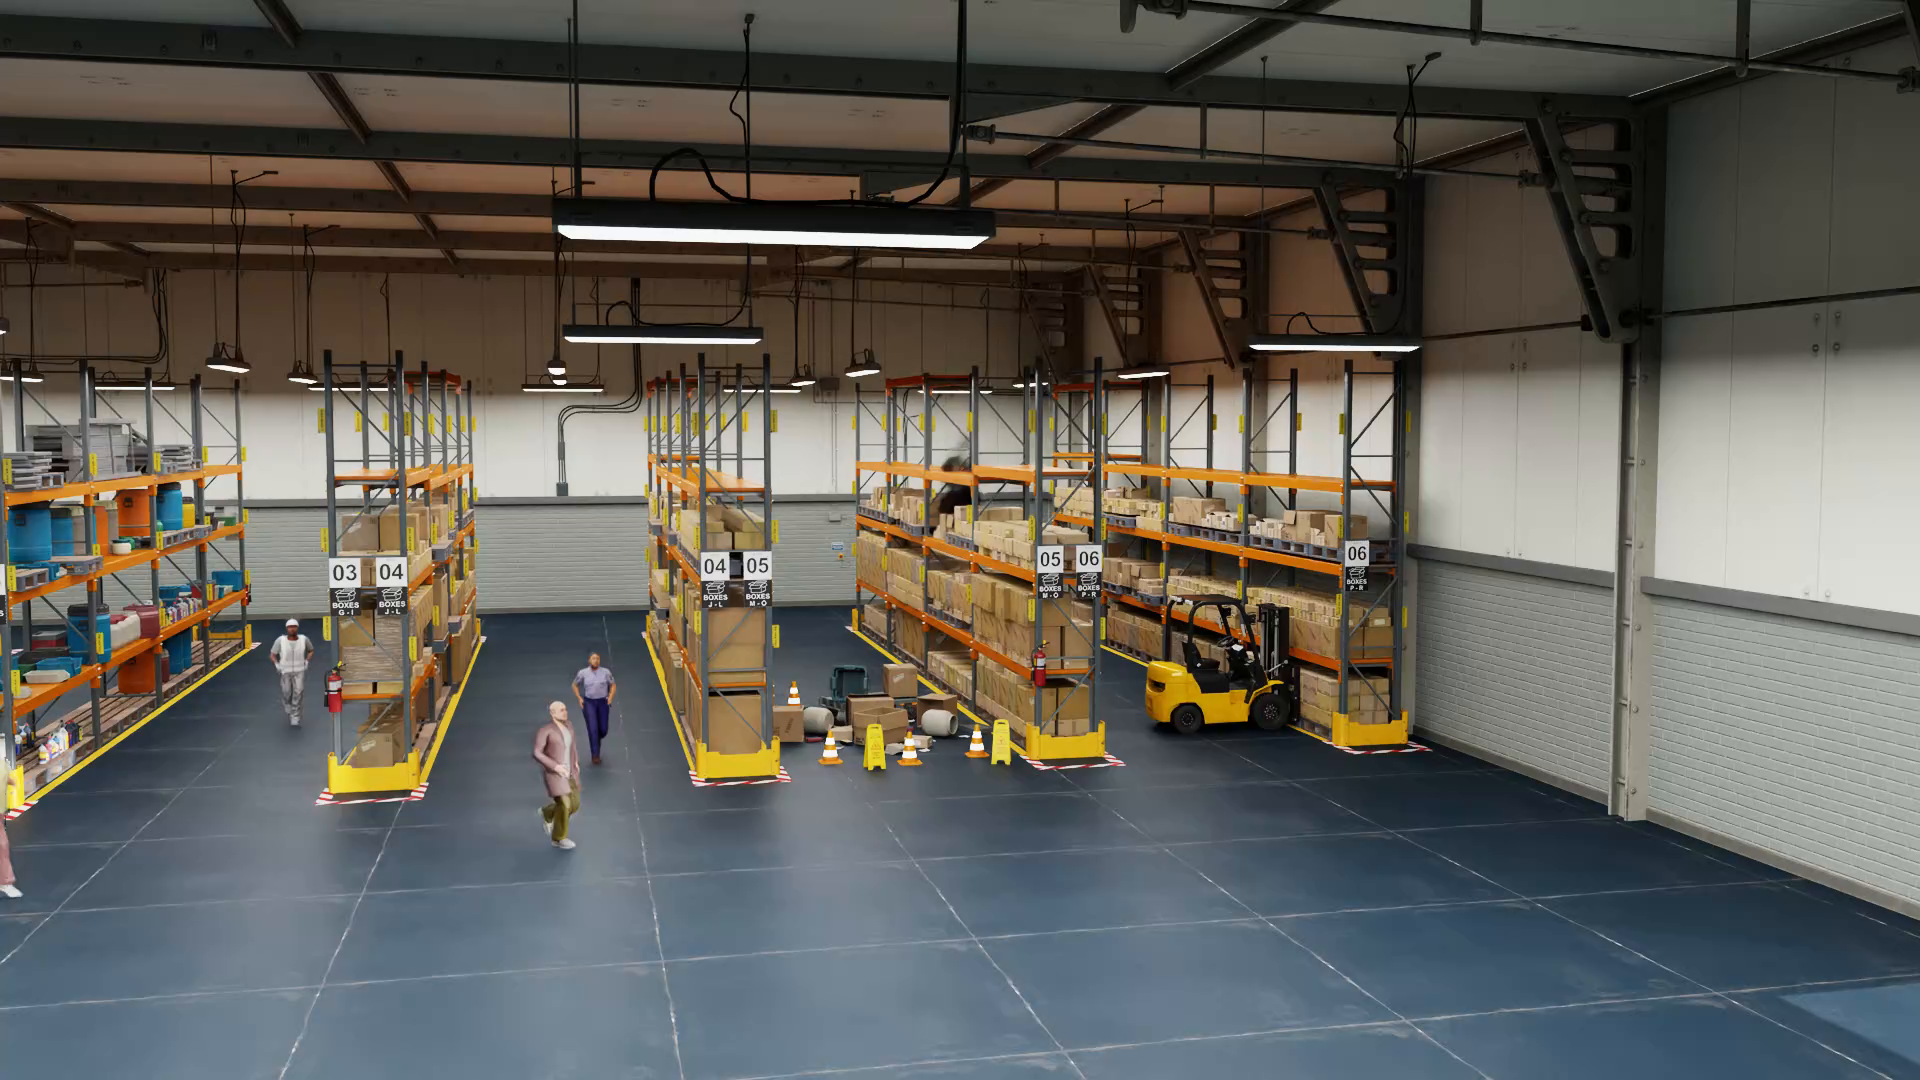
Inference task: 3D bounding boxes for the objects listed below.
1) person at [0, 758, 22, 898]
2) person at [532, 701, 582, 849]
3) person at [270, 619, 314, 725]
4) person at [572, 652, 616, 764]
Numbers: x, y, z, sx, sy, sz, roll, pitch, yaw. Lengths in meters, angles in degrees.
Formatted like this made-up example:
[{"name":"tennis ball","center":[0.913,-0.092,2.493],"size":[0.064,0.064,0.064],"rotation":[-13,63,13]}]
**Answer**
[{"name":"person","center":[-10.357,2.931,17.753],"size":[0.874,1.703,0.555],"rotation":[1,4,14]},{"name":"person","center":[-4.791,2.769,19.705],"size":[0.672,1.737,0.735],"rotation":[2,4,28]},{"name":"person","center":[-11.129,2.195,27.731],"size":[0.686,1.751,0.799],"rotation":[-2,4,-26]},{"name":"person","center":[-5.454,2.469,24.809],"size":[0.638,1.622,0.796],"rotation":[-2,4,-24]}]
